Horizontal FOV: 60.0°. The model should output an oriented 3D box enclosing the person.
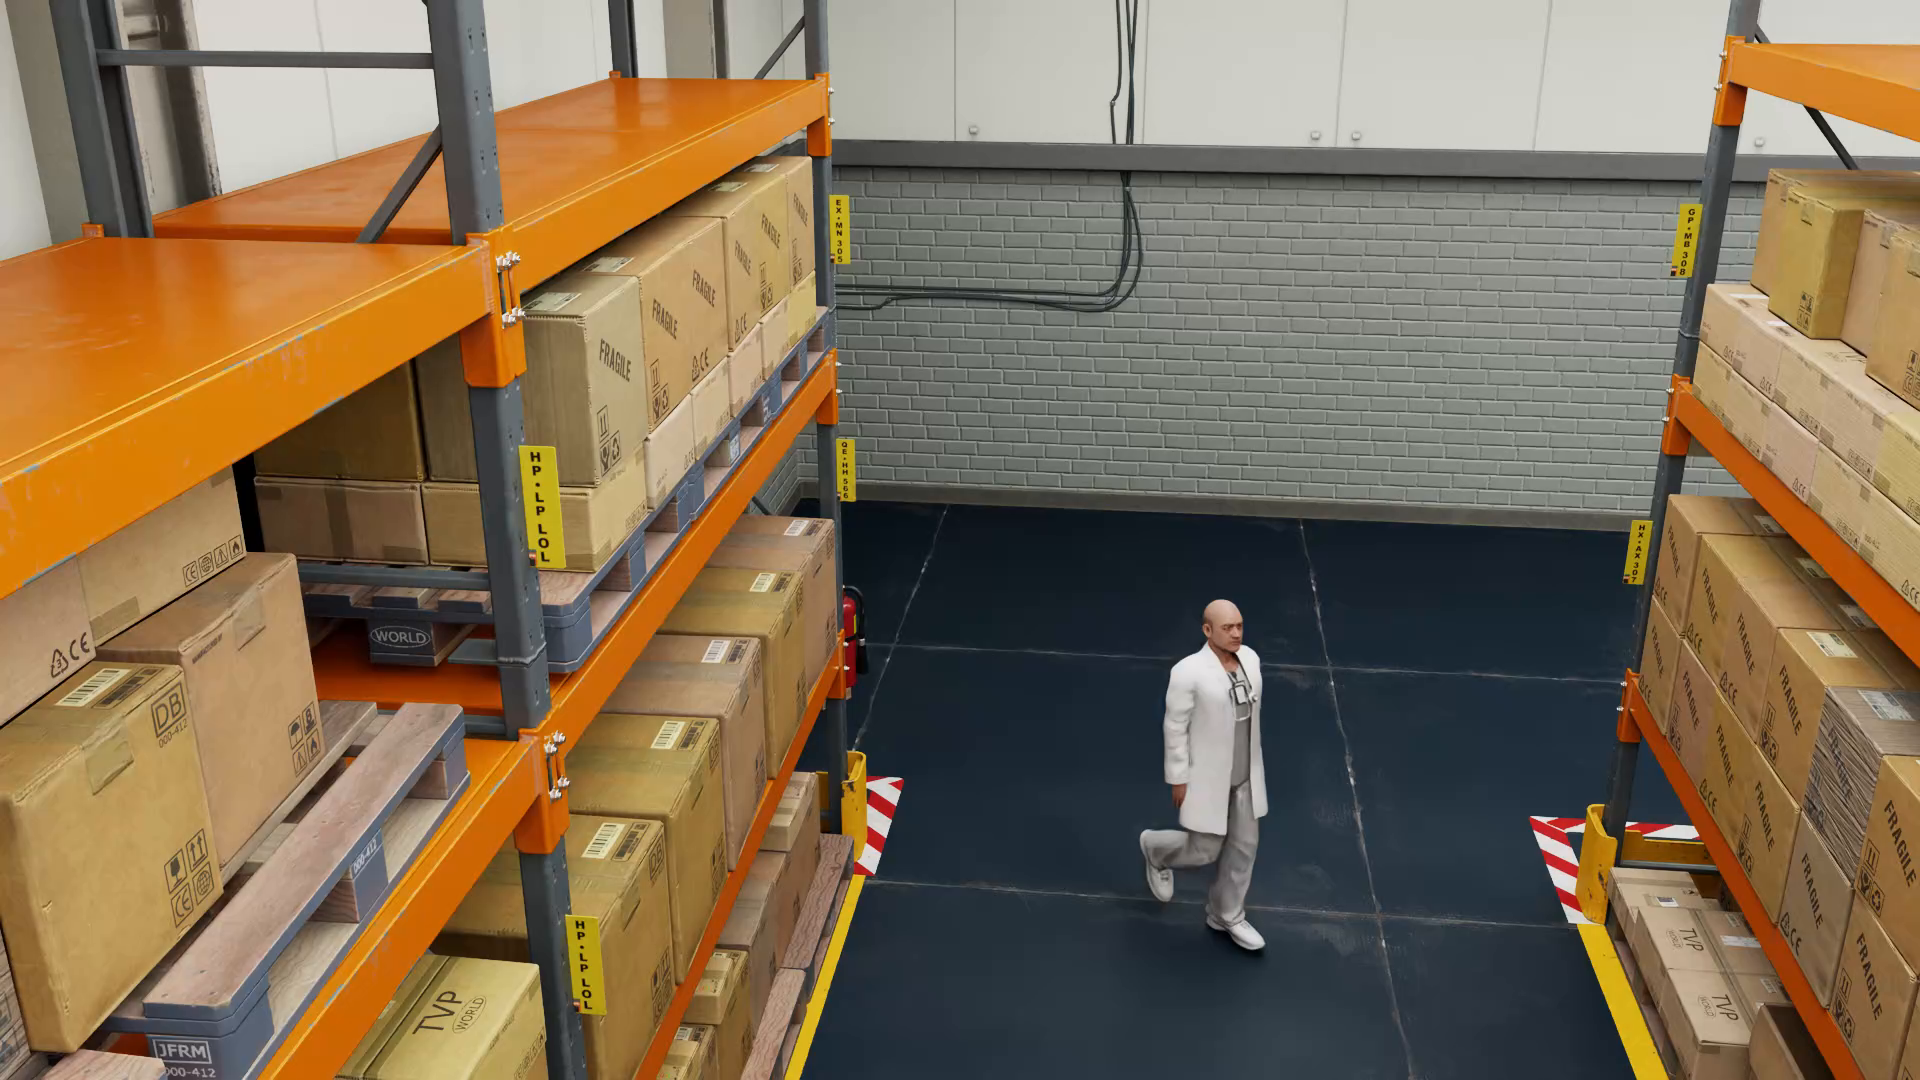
[{"bbox_3d":[1.228,1.112,8.145,0.580,1.755,0.773,-13,24,-30],"label":"person"}]
